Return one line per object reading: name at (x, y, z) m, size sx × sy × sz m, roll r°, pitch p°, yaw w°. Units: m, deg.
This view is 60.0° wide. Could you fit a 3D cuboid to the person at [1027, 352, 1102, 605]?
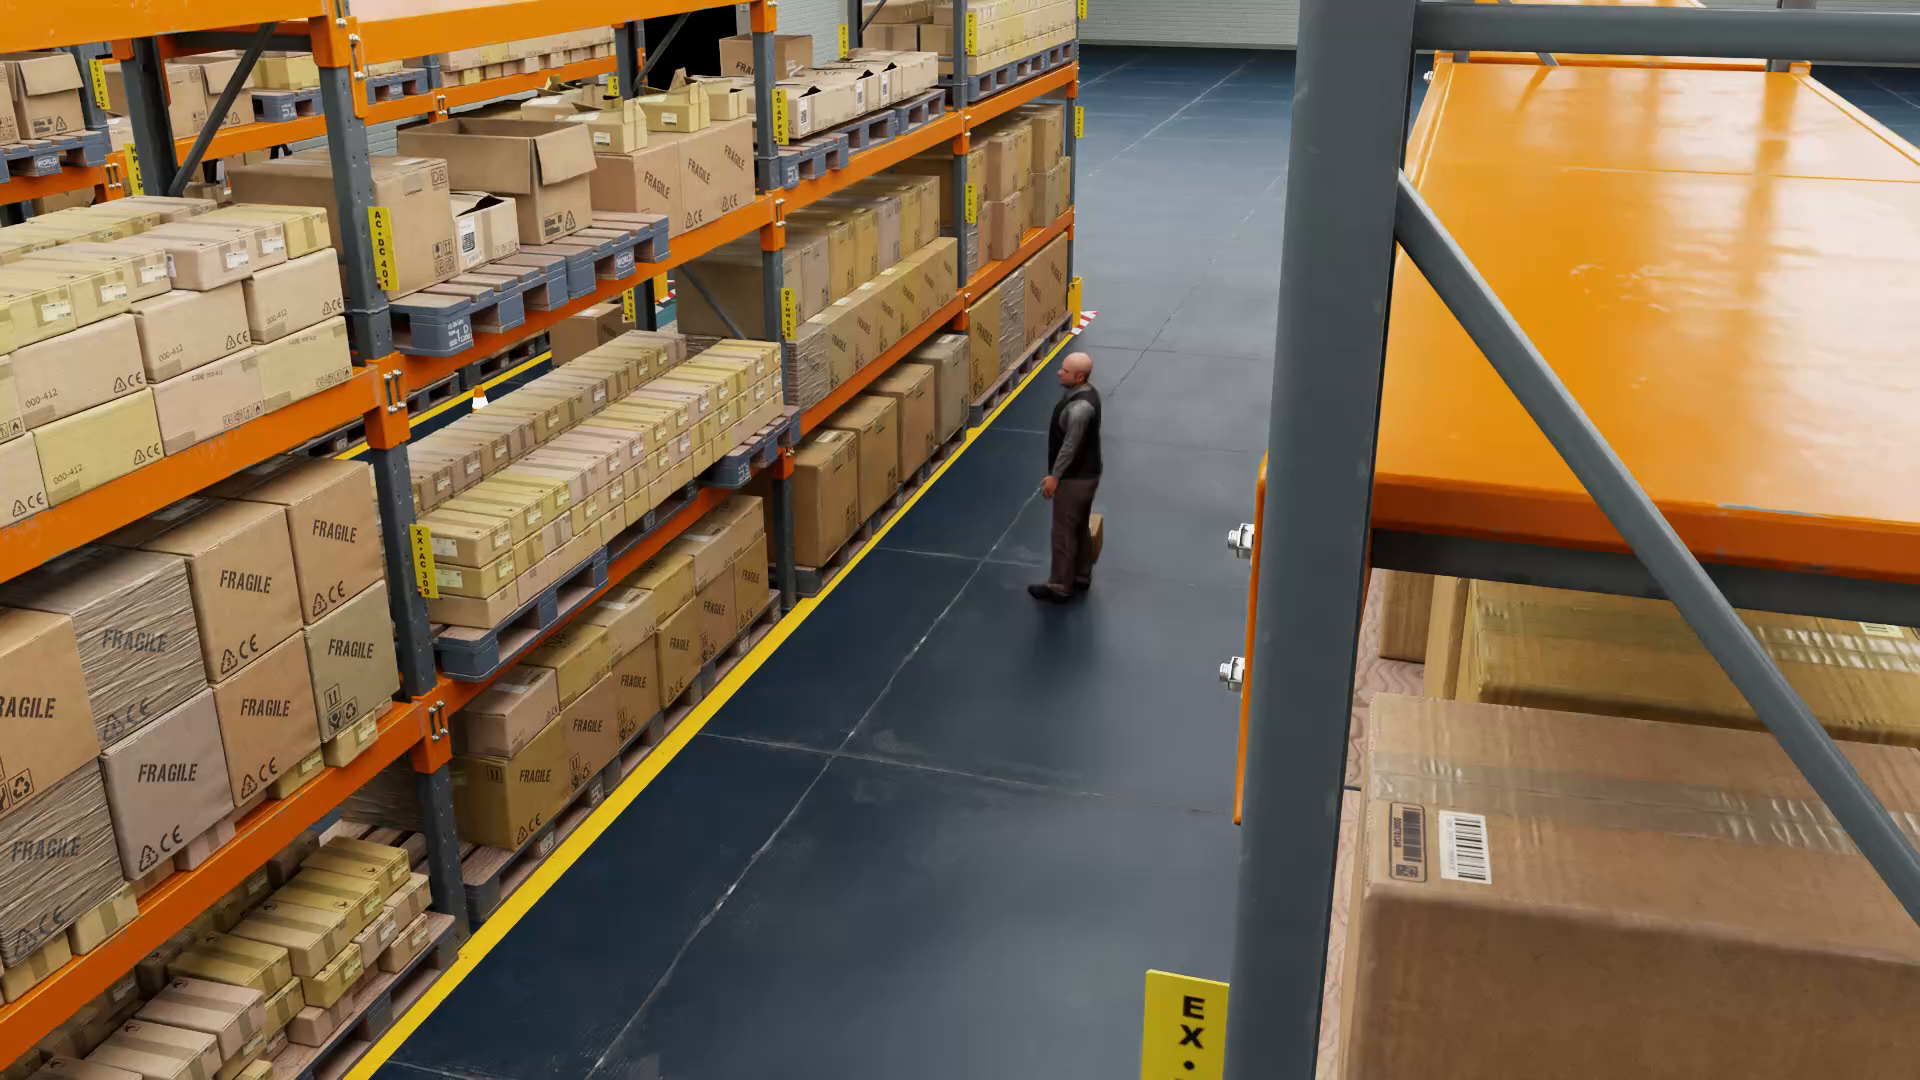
person at (0.710, -0.425, 11.121) m, size 0.483 × 1.734 × 0.565 m, roll 4°, pitch 22°, yaw 9°
